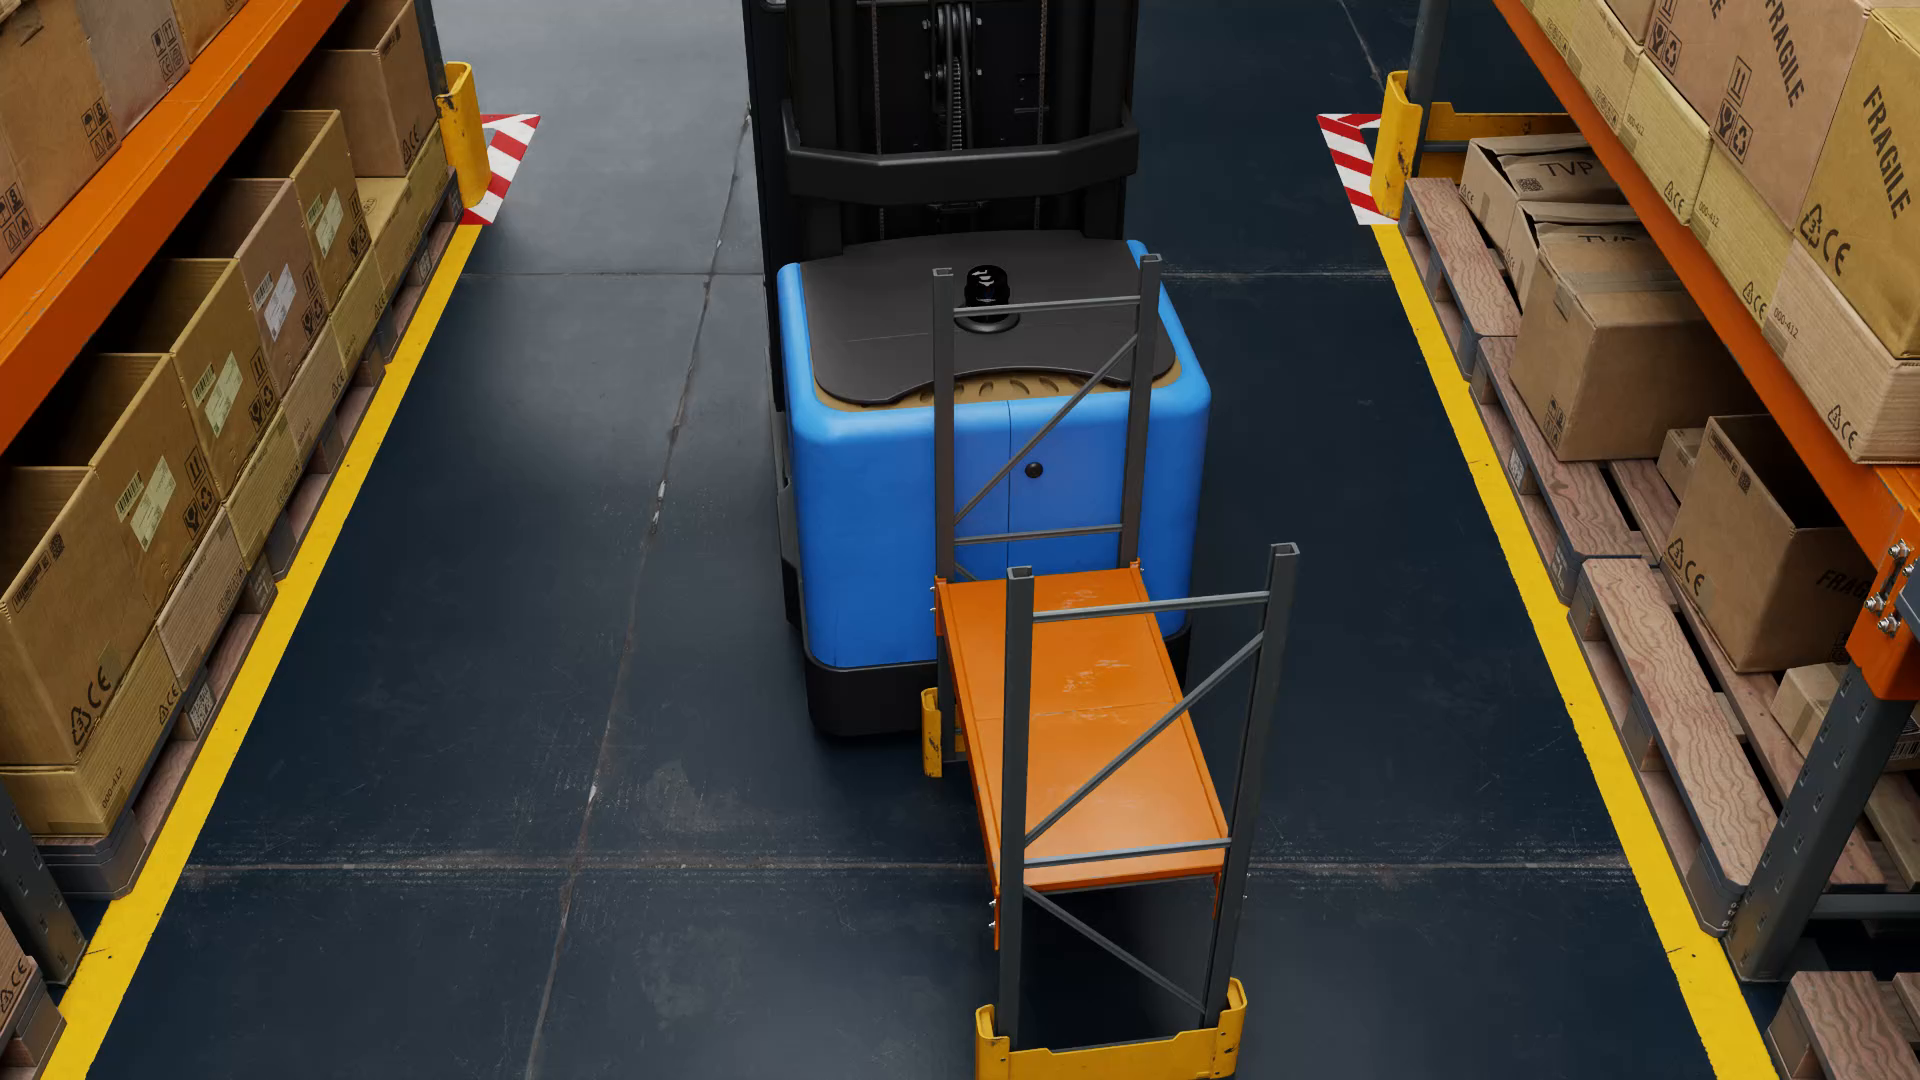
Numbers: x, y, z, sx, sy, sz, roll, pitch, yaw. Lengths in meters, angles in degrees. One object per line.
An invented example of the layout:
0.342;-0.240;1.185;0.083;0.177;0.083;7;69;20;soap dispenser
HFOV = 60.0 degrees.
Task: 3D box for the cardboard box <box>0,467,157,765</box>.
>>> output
-2.295;0.175;3.896;0.500;0.500;0.500;0;39;0;cardboard box

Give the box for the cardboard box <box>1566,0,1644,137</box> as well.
2.032;-1.343;4.631;0.500;0.250;0.500;0;39;0;cardboard box

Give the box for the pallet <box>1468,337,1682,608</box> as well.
2.305;-0.254;5.398;1.003;0.211;1.213;0;39;0;pallet

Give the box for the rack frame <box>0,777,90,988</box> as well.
-2.608;-0.151;3.040;1.000;3.000;0.127;0;39;0;rack frame

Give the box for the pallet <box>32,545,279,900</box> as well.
-2.567;0.439;4.533;1.003;0.211;1.213;0;39;0;pallet

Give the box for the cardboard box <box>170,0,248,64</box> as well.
-2.625;-1.761;4.969;0.700;0.500;0.500;0;39;0;cardboard box

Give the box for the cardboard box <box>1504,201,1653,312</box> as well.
2.253;-0.992;5.887;0.500;0.311;0.500;3;39;4;cardboard box

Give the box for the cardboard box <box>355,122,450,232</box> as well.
-2.316;-1.409;6.472;0.500;0.250;0.500;0;39;0;cardboard box

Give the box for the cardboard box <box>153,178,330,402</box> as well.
-2.299;-0.763;5.067;0.500;0.500;0.500;0;39;0;cardboard box

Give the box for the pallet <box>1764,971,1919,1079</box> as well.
2.348;1.418;3.312;1.003;0.211;1.213;0;39;0;pallet

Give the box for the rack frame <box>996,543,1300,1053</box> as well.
0.328;0.620;3.277;0.500;1.500;0.032;-5;39;-6;rack frame

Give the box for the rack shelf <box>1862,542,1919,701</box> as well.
2.348;1.374;1.712;1.077;0.370;4.000;0;39;0;rack shelf

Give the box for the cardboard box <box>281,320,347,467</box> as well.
-2.303;-0.470;5.301;0.500;0.250;0.500;0;39;0;cardboard box

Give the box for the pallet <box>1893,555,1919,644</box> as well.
2.201;0.396;2.511;1.003;0.211;1.213;0;39;0;pallet

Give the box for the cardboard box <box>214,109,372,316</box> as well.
-2.299;-1.076;5.457;0.500;0.500;0.500;0;39;0;cardboard box

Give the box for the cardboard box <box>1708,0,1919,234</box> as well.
2.030;-1.007;3.612;0.500;0.500;0.500;0;39;0;cardboard box

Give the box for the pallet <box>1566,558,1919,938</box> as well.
2.310;0.511;4.444;1.003;0.211;1.213;0;39;0;pallet

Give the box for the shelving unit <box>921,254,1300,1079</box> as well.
0.260;0.311;3.663;0.587;1.500;1.083;-5;39;-6;shelving unit

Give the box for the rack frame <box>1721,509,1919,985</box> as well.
2.346;-0.157;3.048;1.000;3.000;0.127;0;39;0;rack frame

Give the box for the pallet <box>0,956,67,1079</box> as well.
-2.568;1.397;3.337;1.003;0.211;1.213;0;39;0;pallet

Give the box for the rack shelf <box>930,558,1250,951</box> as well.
0.259;0.445;3.782;0.538;0.185;1.000;-5;39;-6;rack shelf

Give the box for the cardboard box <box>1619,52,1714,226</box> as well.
2.034;-1.029;4.239;0.500;0.250;0.500;0;39;0;cardboard box

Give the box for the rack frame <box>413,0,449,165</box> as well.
-2.613;-2.653;6.162;1.000;3.000;0.127;0;39;0;rack frame

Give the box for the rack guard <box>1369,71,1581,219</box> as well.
2.341;-1.636;6.891;1.175;0.500;0.348;0;39;0;rack guard

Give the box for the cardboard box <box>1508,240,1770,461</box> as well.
2.203;-0.607;5.256;0.700;0.500;0.500;-2;39;-3;cardboard box

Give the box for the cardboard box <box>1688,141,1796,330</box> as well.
2.050;-0.714;3.846;0.500;0.250;0.500;0;39;0;cardboard box

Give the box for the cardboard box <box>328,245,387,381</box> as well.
-2.302;-0.783;5.692;0.500;0.250;0.500;0;39;0;cardboard box

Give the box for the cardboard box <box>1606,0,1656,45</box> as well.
2.039;-1.647;4.411;0.500;0.500;0.500;1;39;1;cardboard box

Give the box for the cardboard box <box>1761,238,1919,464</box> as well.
2.042;-0.403;3.458;0.500;0.250;0.500;0;39;0;cardboard box

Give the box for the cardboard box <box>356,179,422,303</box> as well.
-2.304;-1.096;6.082;0.500;0.250;0.500;0;39;0;cardboard box

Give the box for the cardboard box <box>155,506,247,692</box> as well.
-2.301;0.155;4.521;0.500;0.250;0.500;0;39;0;cardboard box

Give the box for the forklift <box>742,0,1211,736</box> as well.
-0.087;-1.533;4.820;1.130;2.935;3.031;-5;39;-6;forklift

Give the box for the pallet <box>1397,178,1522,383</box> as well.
2.307;-1.015;6.348;1.003;0.211;1.213;0;39;0;pallet

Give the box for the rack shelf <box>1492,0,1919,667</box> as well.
2.343;-1.127;4.833;1.077;0.370;4.000;0;39;0;rack shelf

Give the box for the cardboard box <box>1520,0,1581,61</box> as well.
2.034;-1.659;5.026;0.500;0.250;0.500;-1;39;-1;cardboard box

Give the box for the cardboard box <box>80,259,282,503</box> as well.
-2.297;-0.450;4.677;0.500;0.500;0.500;0;39;0;cardboard box

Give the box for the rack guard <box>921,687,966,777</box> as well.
0.193;0.490;4.439;0.587;0.250;0.087;-5;39;-6;rack guard

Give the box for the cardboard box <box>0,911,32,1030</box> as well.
-2.318;1.017;3.445;0.500;0.250;0.500;0;39;0;cardboard box

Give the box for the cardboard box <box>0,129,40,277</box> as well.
-2.622;-0.798;3.767;0.700;0.500;0.500;0;39;-1;cardboard box

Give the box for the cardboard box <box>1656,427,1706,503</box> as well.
2.364;-0.217;5.050;0.380;0.149;0.250;-3;39;-4;cardboard box

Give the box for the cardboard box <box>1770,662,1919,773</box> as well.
2.315;0.442;4.213;0.380;0.166;0.250;-5;39;-6;cardboard box

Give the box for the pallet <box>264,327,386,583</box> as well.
-2.571;-0.325;5.487;1.003;0.211;1.213;0;39;0;pallet

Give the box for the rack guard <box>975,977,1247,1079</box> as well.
0.328;1.107;3.669;0.587;0.250;0.087;-5;39;-6;rack guard

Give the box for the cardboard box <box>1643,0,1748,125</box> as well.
2.040;-1.322;4.005;0.500;0.500;0.500;-1;39;-1;cardboard box

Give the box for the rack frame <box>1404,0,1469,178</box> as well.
2.341;-2.659;6.169;1.000;3.000;0.127;0;39;0;rack frame

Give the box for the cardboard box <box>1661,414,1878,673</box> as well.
2.305;-0.003;4.502;0.500;0.500;0.500;-3;39;-3;cardboard box

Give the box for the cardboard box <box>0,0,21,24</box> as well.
-2.417;-1.251;3.813;0.380;0.149;0.250;-1;39;-2;cardboard box

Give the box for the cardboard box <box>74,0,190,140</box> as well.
-2.620;-1.432;4.558;0.700;0.500;0.500;1;39;1;cardboard box

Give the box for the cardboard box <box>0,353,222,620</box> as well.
-2.304;-0.138;4.287;0.500;0.500;0.500;0;39;0;cardboard box

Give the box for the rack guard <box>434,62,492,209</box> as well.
-2.613;-1.692;6.962;1.175;0.500;0.348;0;39;0;rack guard

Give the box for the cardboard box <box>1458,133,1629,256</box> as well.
2.252;-1.348;6.332;0.500;0.311;0.500;-4;39;-5;cardboard box

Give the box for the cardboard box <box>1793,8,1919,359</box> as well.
2.036;-0.695;3.222;0.500;0.500;0.500;0;39;0;cardboard box

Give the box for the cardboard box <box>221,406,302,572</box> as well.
-2.296;-0.158;4.911;0.500;0.250;0.500;0;39;0;cardboard box

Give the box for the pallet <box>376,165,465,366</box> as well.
-2.570;-1.086;6.437;1.003;0.211;1.213;0;39;0;pallet

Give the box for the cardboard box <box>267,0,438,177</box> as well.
-2.314;-1.701;6.237;0.500;0.500;0.500;0;39;0;cardboard box

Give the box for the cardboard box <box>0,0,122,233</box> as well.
-2.619;-1.111;4.158;0.700;0.500;0.500;1;39;1;cardboard box

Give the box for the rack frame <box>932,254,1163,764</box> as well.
0.190;-0.010;4.063;0.500;1.500;0.032;-5;39;-6;rack frame

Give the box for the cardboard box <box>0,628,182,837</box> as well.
-2.305;0.468;4.131;0.500;0.250;0.500;0;39;0;cardboard box
